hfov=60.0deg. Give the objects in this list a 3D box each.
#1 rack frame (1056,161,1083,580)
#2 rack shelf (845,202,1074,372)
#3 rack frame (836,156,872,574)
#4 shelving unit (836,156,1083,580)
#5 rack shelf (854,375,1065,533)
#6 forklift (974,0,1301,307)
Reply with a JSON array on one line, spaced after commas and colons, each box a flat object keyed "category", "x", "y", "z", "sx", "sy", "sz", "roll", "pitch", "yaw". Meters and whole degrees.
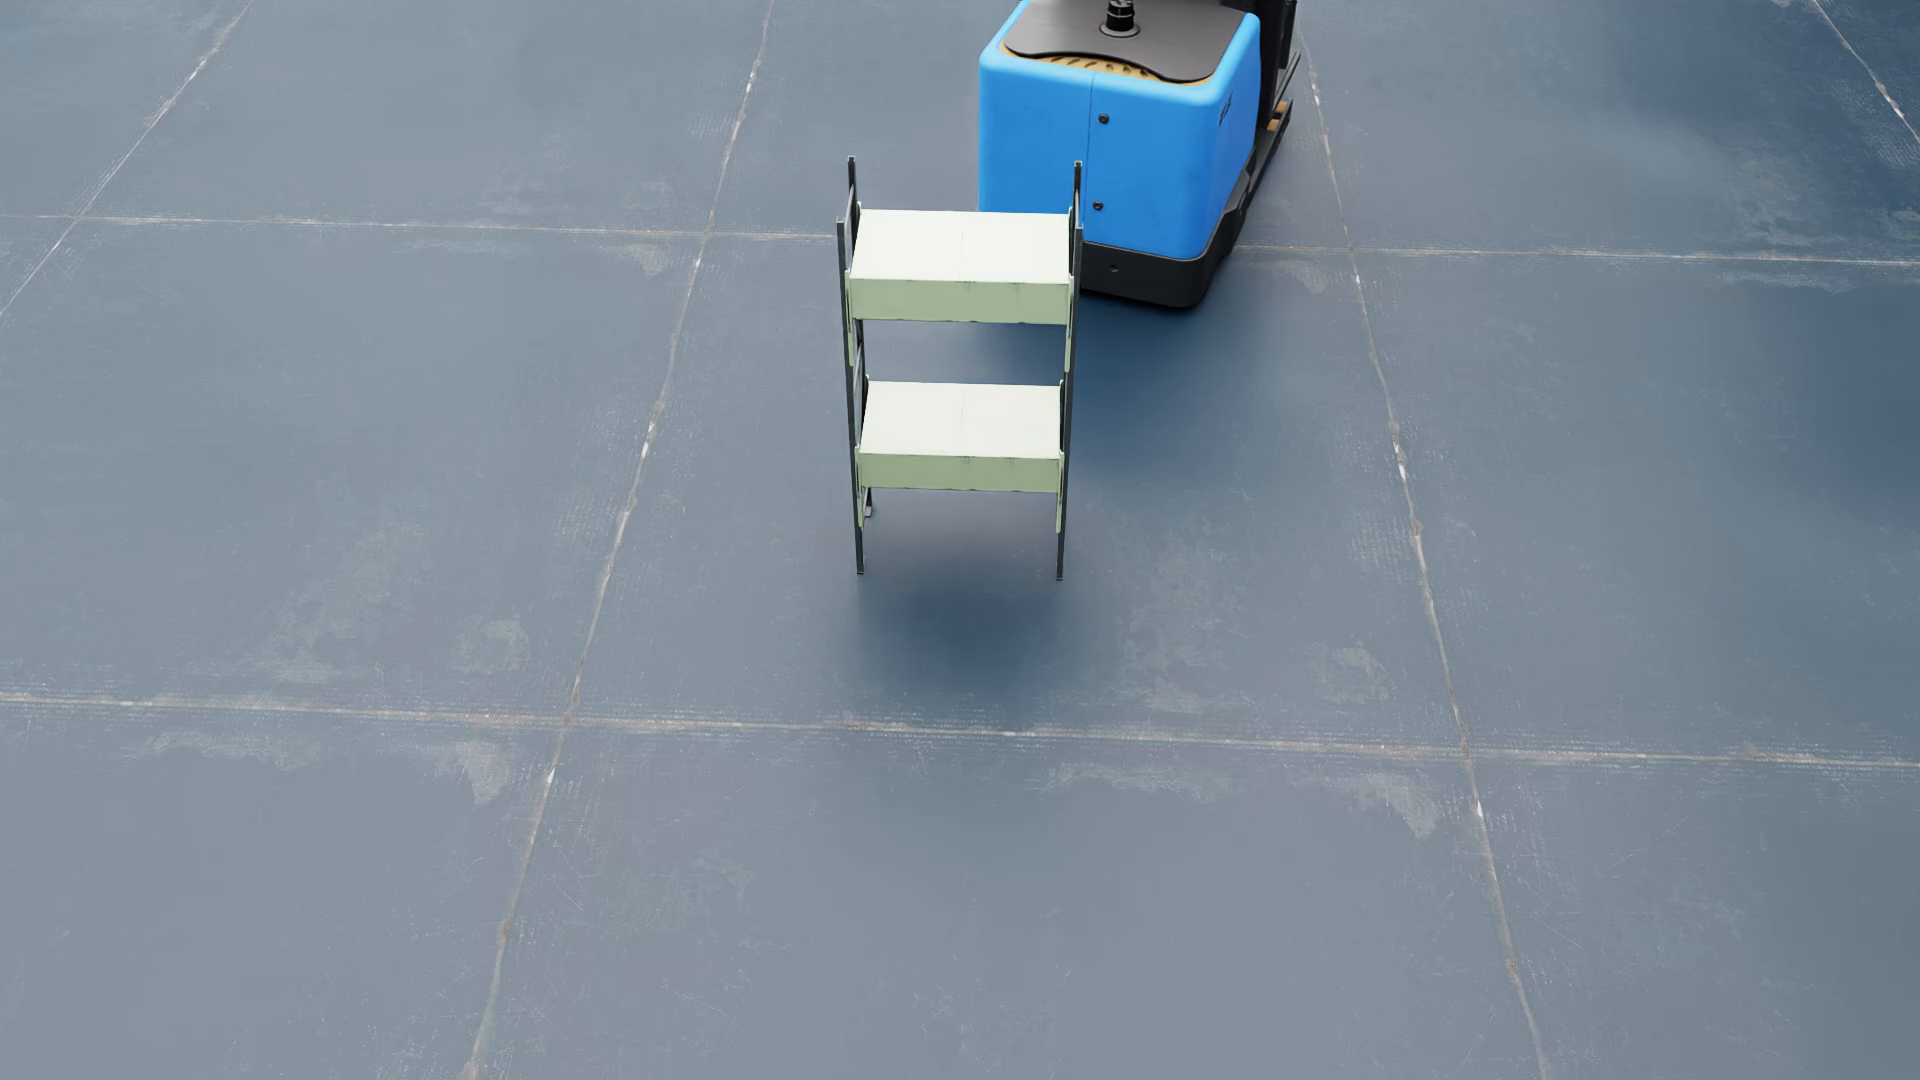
[{"category": "rack frame", "x": 0.372, "y": -0.537, "z": 5.727, "sx": 0.023, "sy": 1.500, "sz": 0.400, "roll": 2, "pitch": 43, "yaw": 2}, {"category": "rack shelf", "x": 0.007, "y": -0.834, "z": 5.473, "sx": 0.720, "sy": 0.370, "sz": 0.431, "roll": 2, "pitch": 43, "yaw": 2}, {"category": "rack frame", "x": -0.359, "y": -0.560, "z": 5.751, "sx": 0.023, "sy": 1.500, "sz": 0.400, "roll": 2, "pitch": 43, "yaw": 2}, {"category": "shelving unit", "x": 0.007, "y": -0.549, "z": 5.739, "sx": 0.755, "sy": 1.500, "sz": 0.431, "roll": 2, "pitch": 43, "yaw": 2}, {"category": "rack shelf", "x": 0.007, "y": -0.310, "z": 5.961, "sx": 0.720, "sy": 0.370, "sz": 0.431, "roll": 2, "pitch": 43, "yaw": 2}, {"category": "forklift", "x": 1.048, "y": -3.101, "z": 7.429, "sx": 1.130, "sy": 2.935, "sz": 3.031, "roll": 14, "pitch": 45, "yaw": 15}]
